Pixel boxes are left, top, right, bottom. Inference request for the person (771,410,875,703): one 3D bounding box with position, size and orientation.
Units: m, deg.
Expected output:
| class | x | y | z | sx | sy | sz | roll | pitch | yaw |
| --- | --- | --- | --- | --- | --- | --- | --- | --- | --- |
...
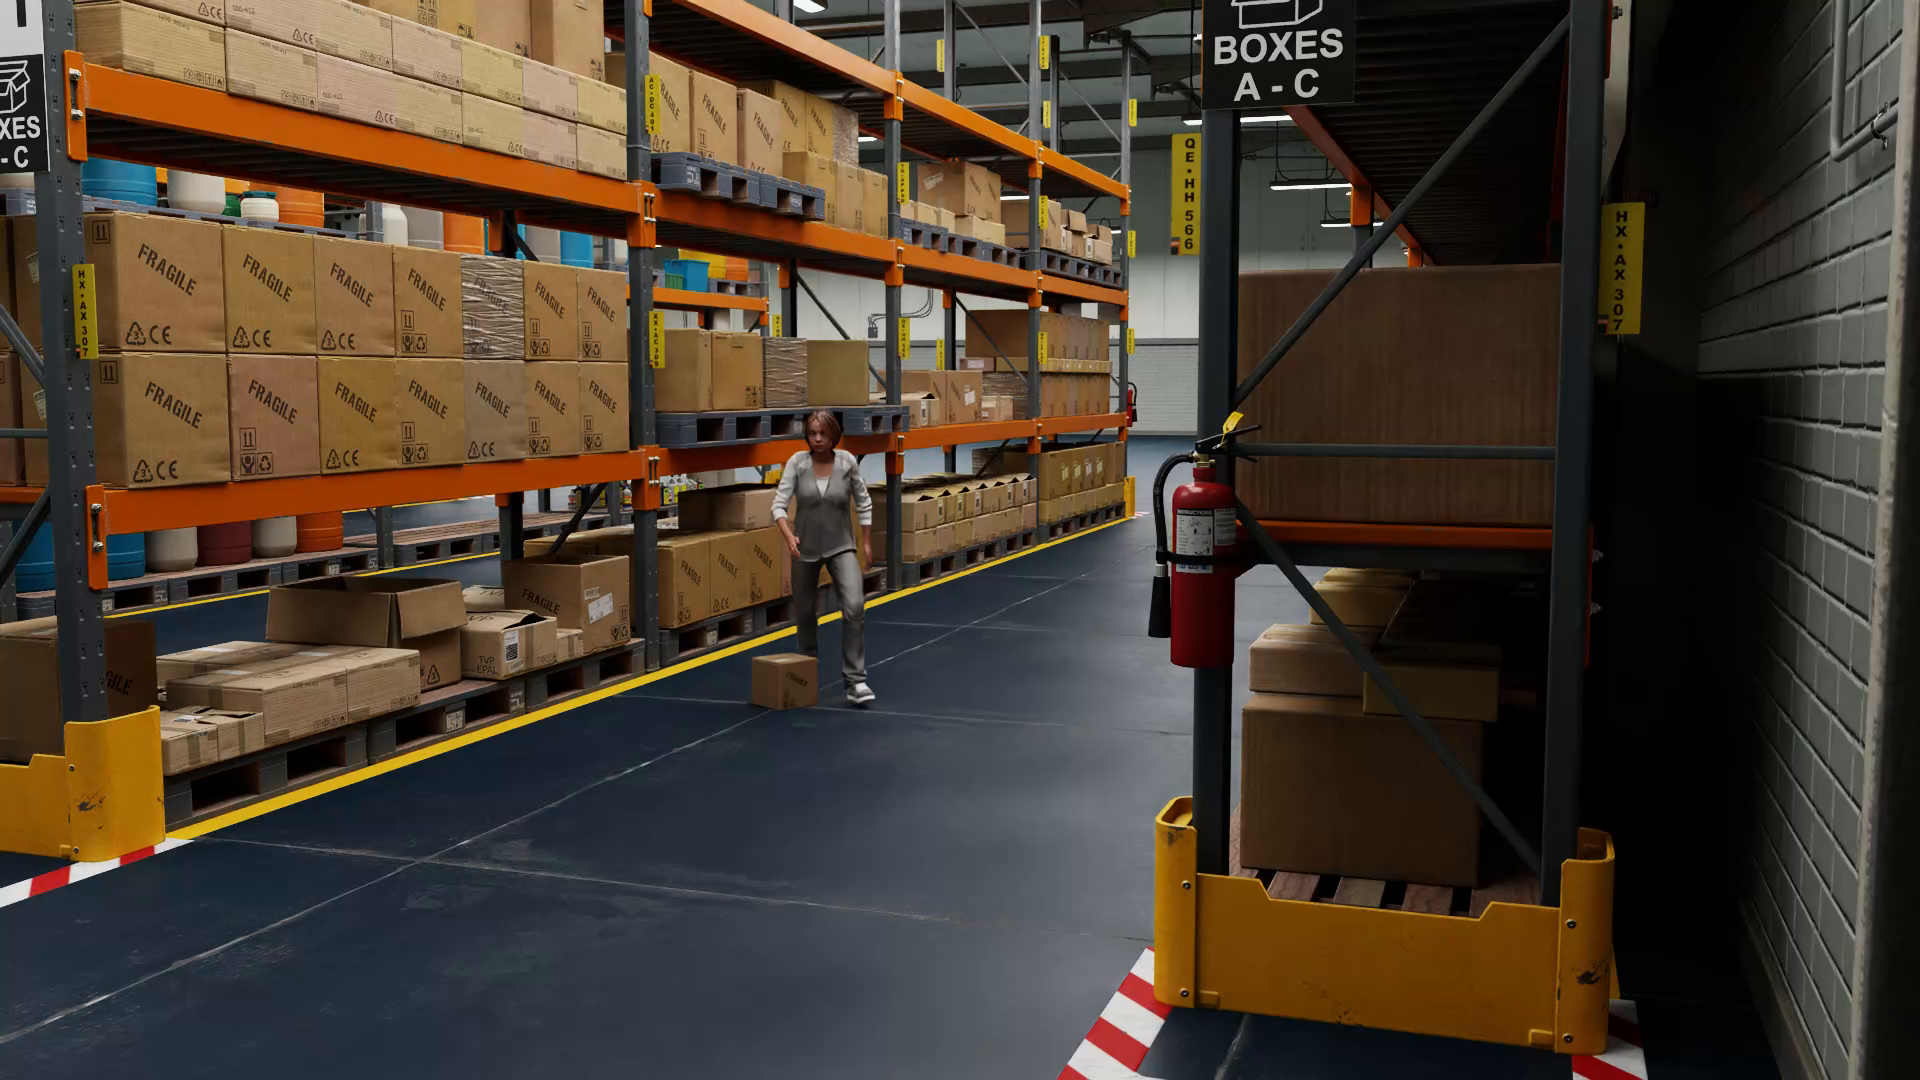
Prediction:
| class | x | y | z | sx | sy | sz | roll | pitch | yaw |
| --- | --- | --- | --- | --- | --- | --- | --- | --- | --- |
| person | -0.719 | 0.122 | 8.870 | 0.550 | 1.419 | 0.783 | 0 | 5 | 0 |
